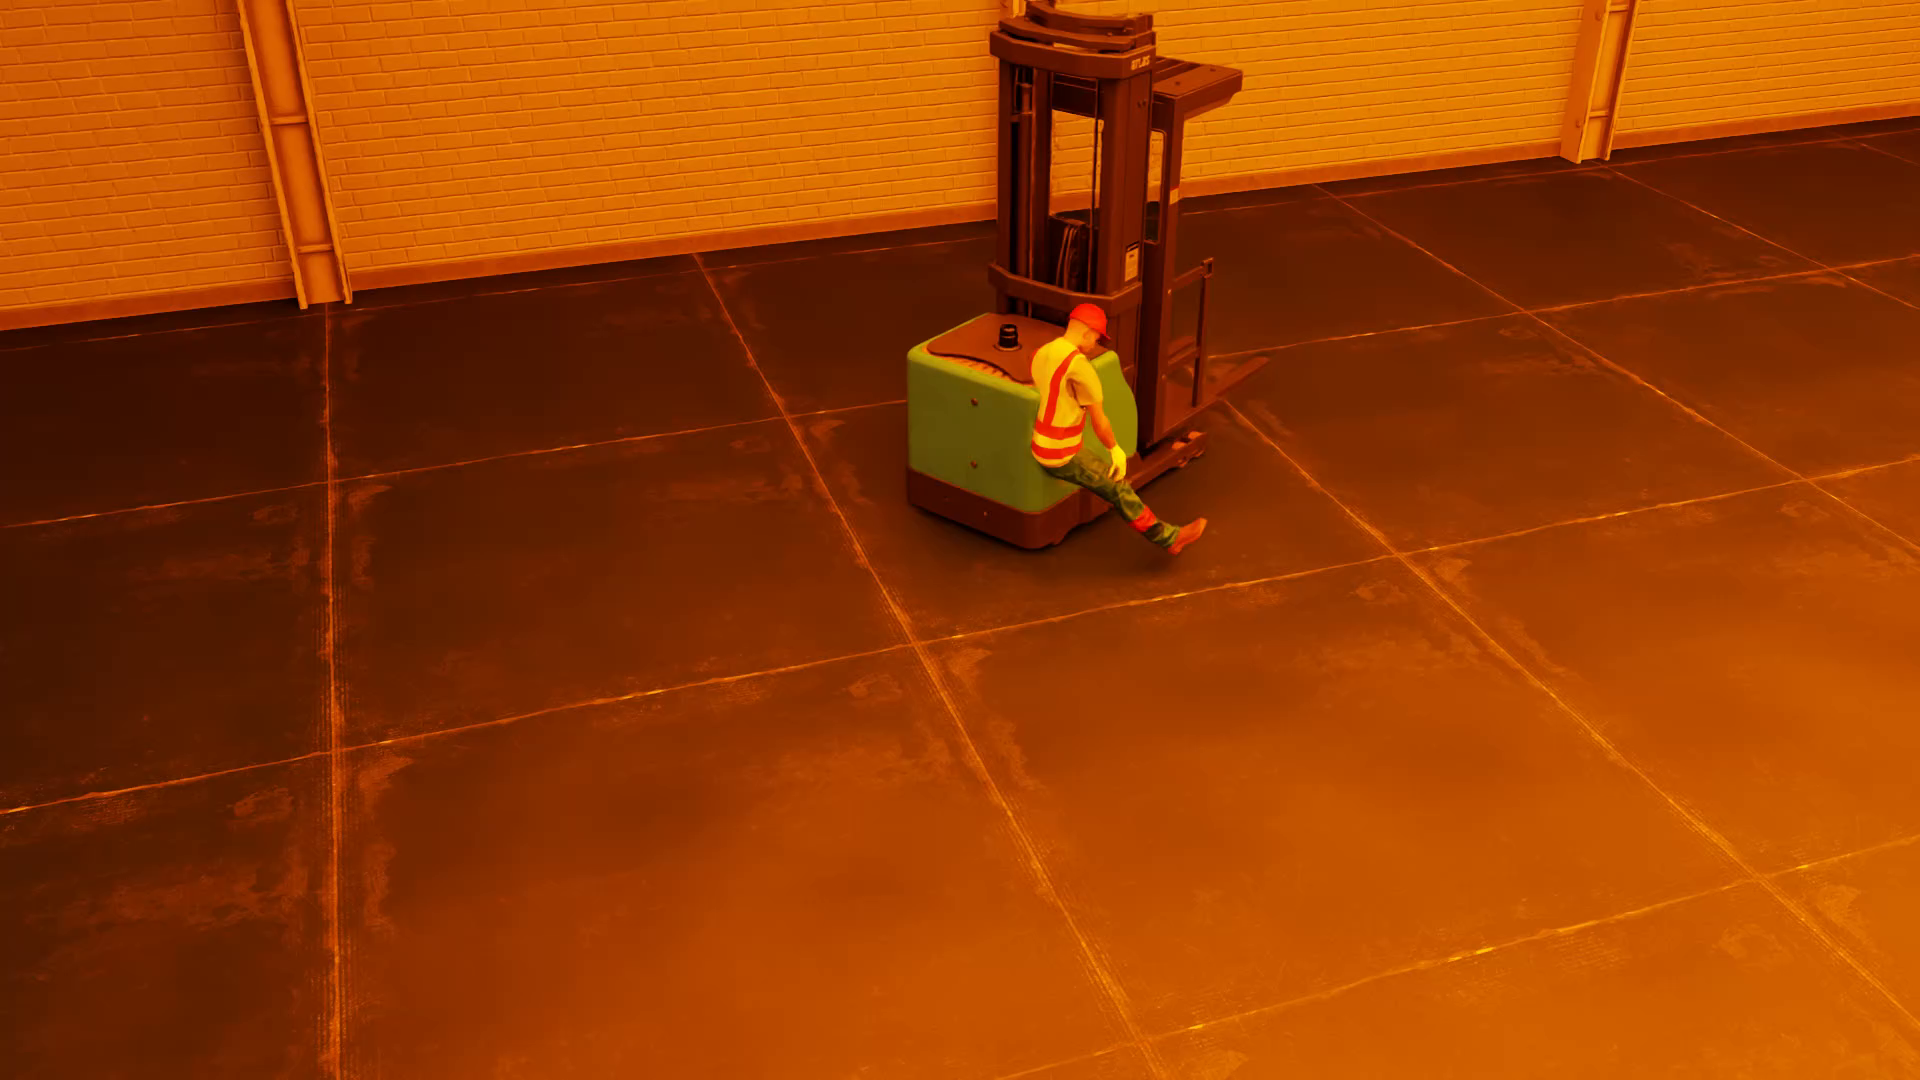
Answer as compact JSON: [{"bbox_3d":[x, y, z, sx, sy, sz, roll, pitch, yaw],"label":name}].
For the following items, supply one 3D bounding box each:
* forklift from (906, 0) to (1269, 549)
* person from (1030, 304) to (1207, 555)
[{"bbox_3d":[0.987,-1.884,10.362,1.130,2.935,3.031,22,37,33],"label":"forklift"},{"bbox_3d":[0.783,-0.709,9.733,1.045,1.451,1.137,-9,31,-15],"label":"person"}]
